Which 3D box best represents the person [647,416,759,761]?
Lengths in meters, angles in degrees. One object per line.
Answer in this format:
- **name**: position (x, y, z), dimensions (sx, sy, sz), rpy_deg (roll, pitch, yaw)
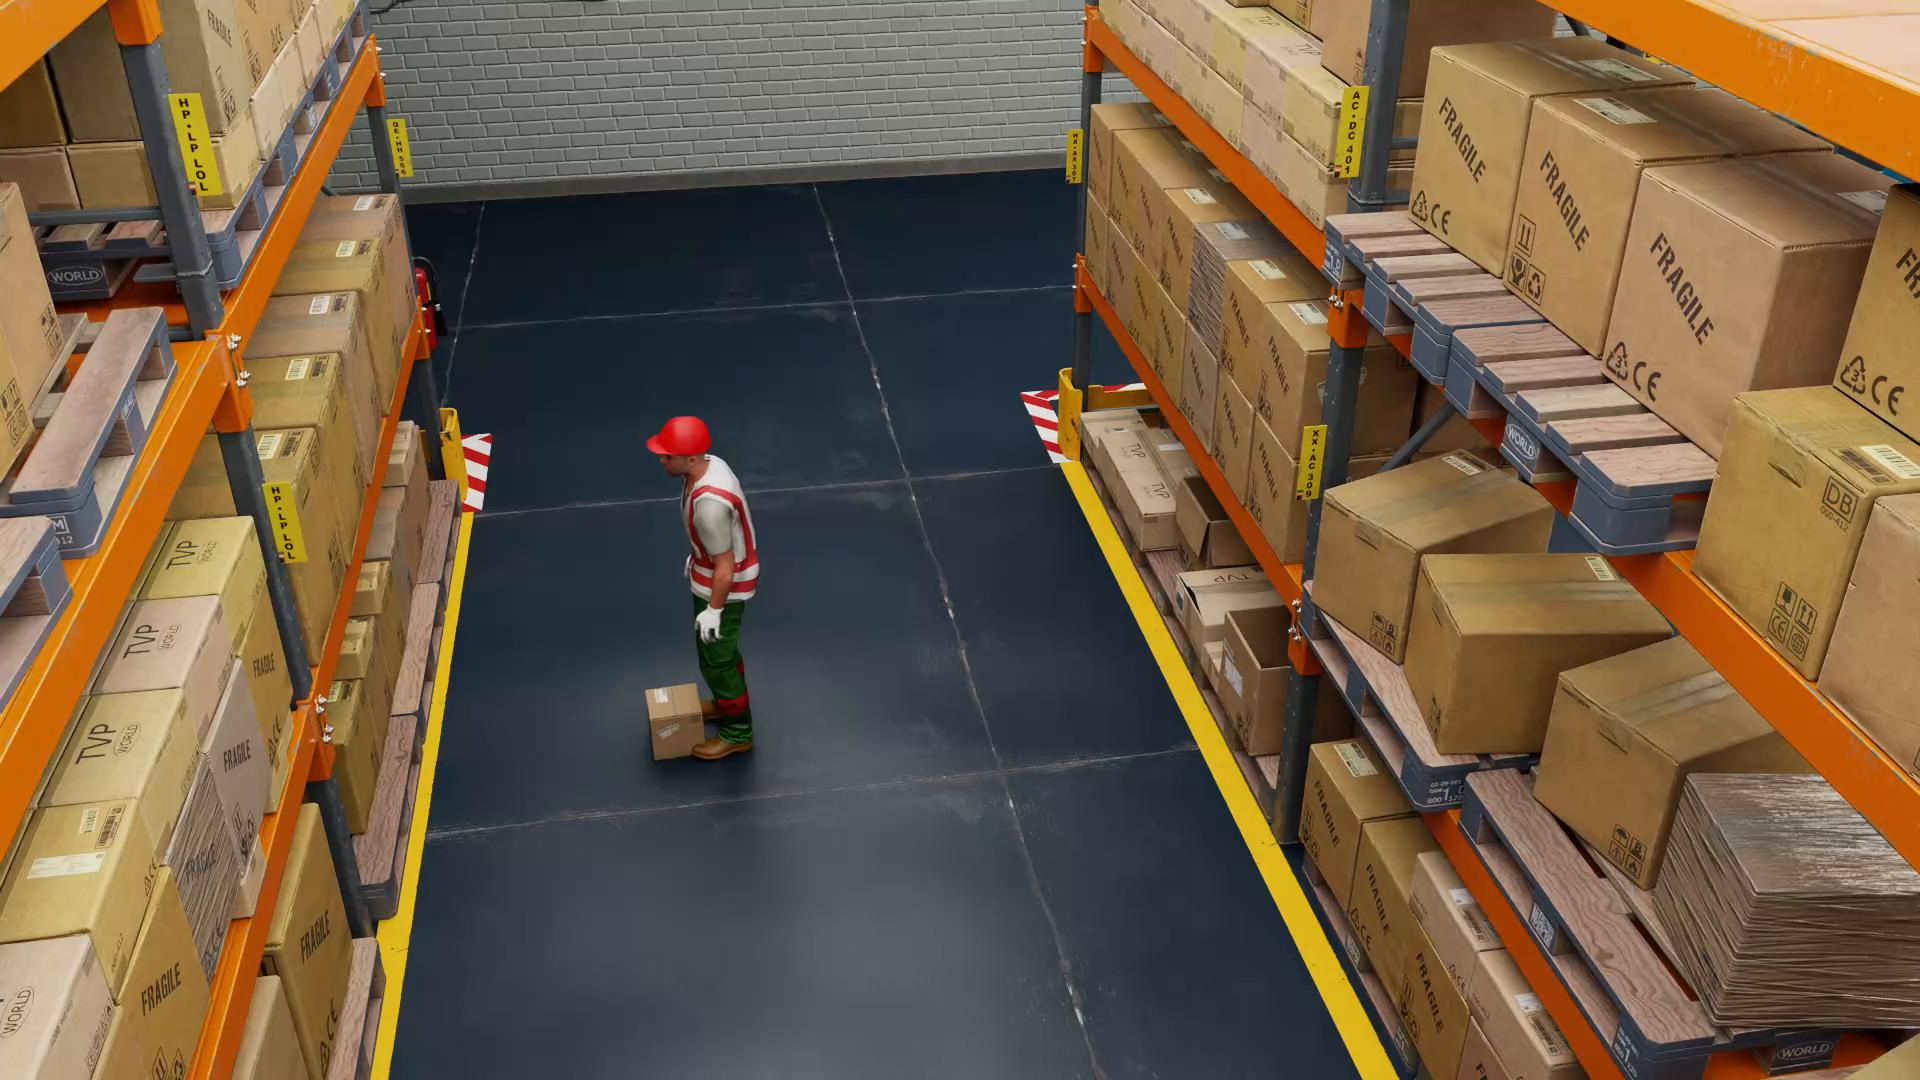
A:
- **person**: position (-1.164, 0.214, 7.759), dimensions (0.448, 1.780, 0.623), rpy_deg (-6, 31, -11)
